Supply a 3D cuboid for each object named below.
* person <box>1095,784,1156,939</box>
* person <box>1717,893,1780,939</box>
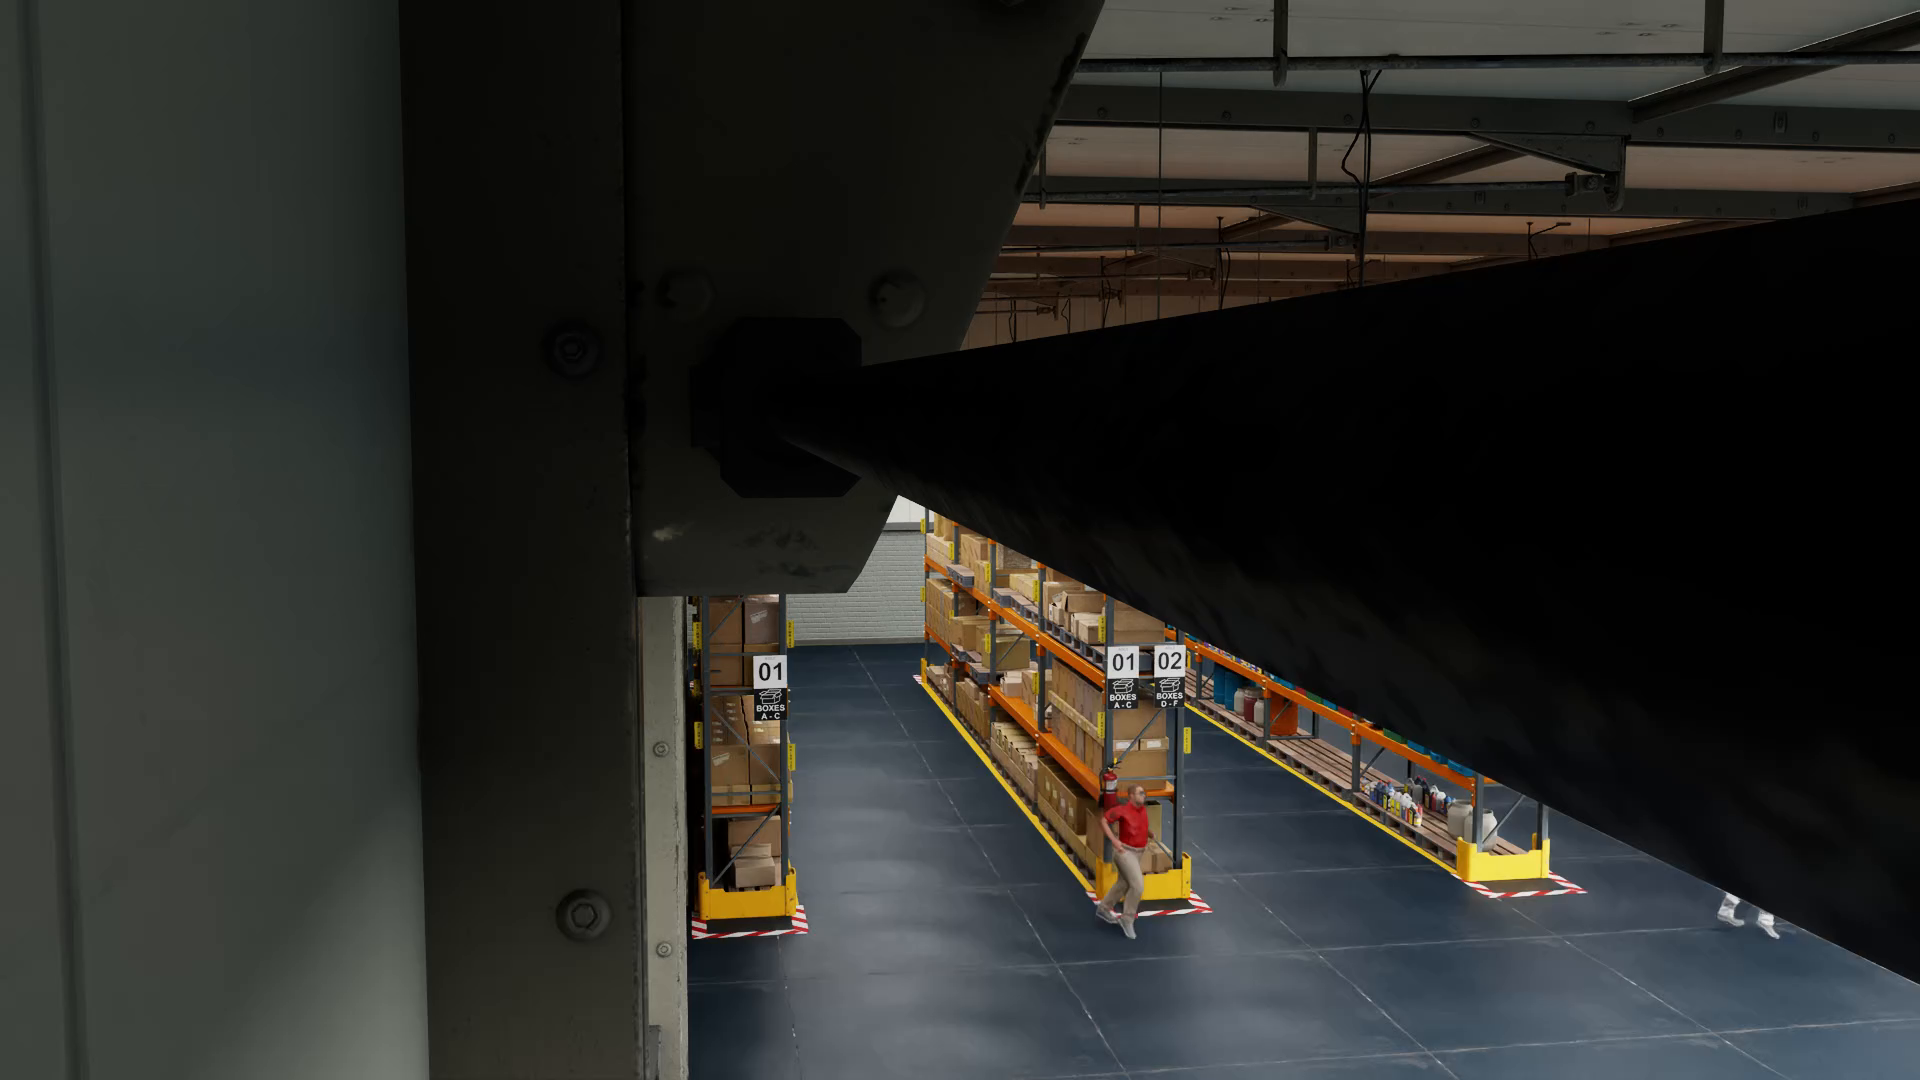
[{"bbox_3d":[1.975,3.777,19.717,0.738,1.778,0.698,4,6,35],"label":"person"},{"bbox_3d":[9.322,3.725,19.470,0.773,1.841,0.648,2,5,17],"label":"person"}]
